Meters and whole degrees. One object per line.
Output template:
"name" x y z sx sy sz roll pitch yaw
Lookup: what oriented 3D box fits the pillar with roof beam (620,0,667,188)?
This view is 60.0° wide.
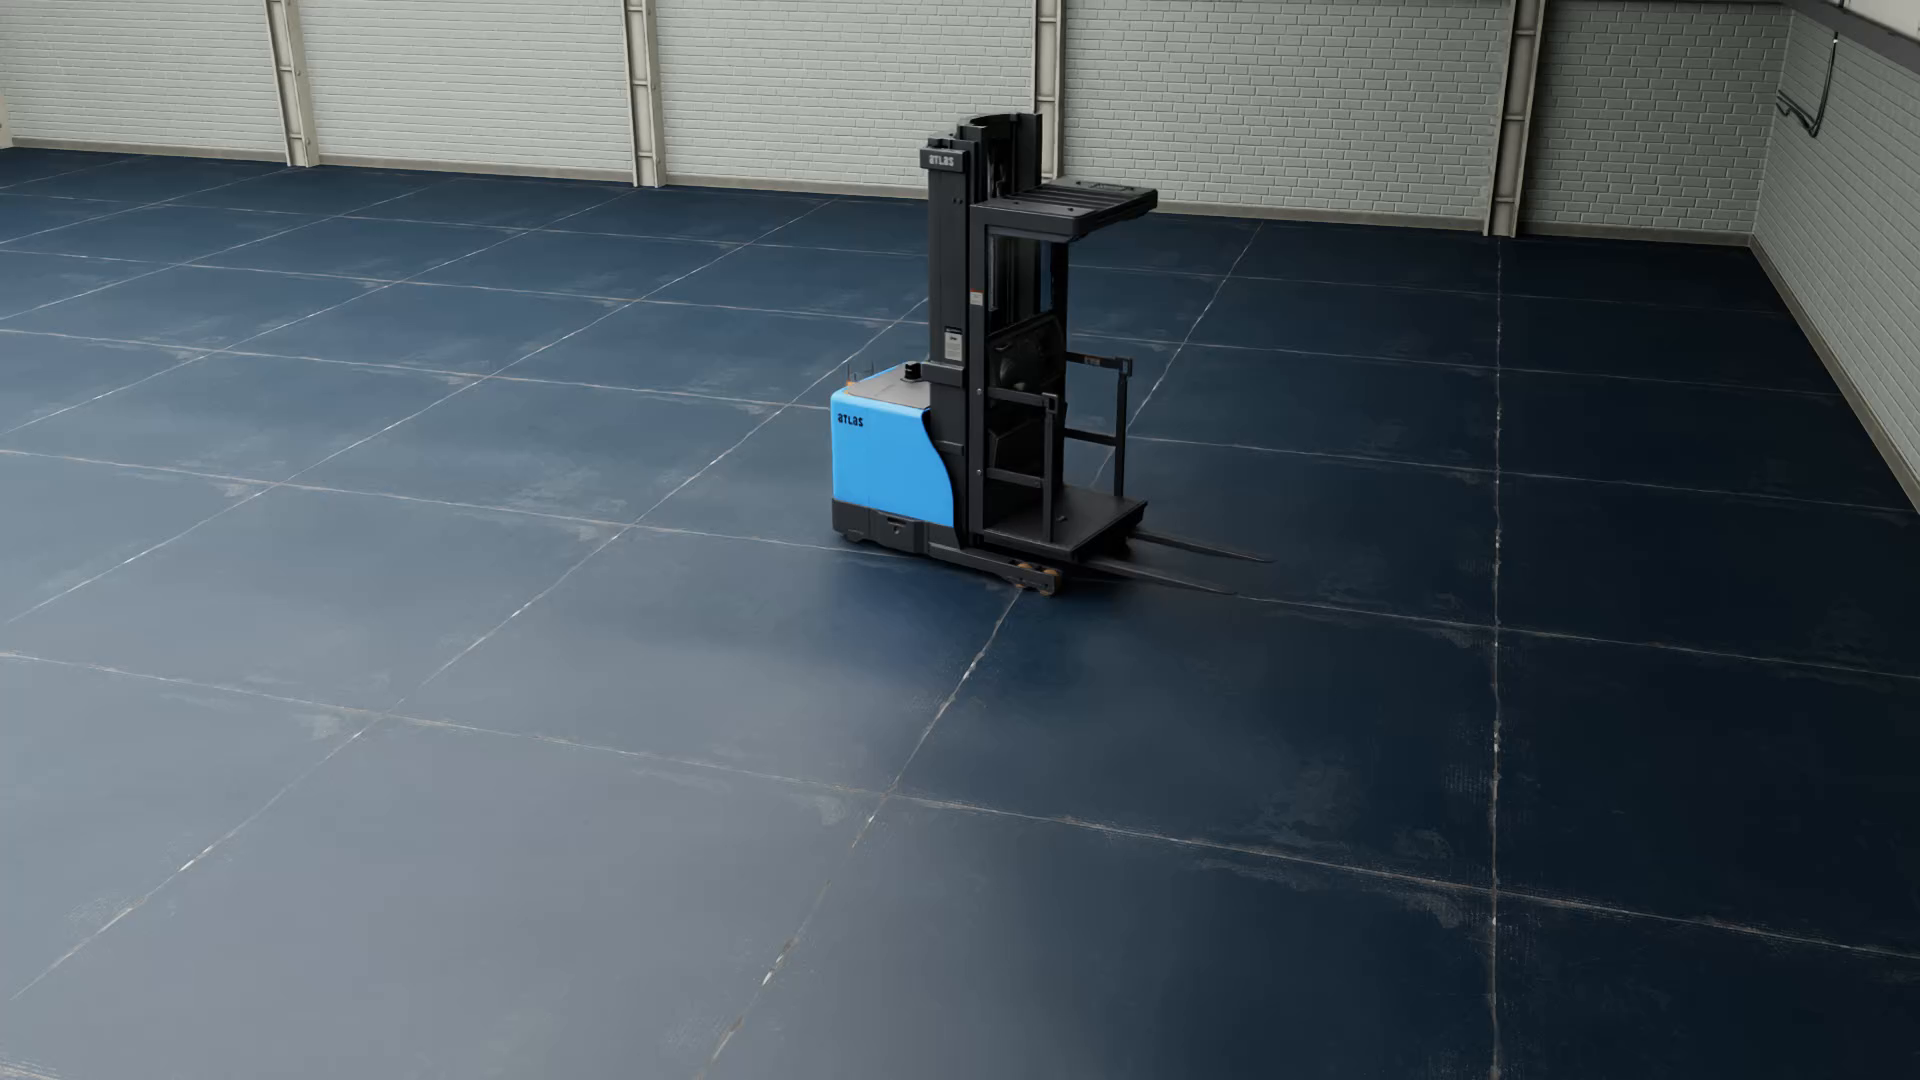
"pillar with roof beam" -5.811 -7.840 19.025 0.400 9.000 9.100 7 23 16

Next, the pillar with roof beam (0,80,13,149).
"pillar with roof beam" -17.299 -9.155 22.232 0.400 9.000 9.100 7 23 16

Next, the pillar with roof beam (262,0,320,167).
"pillar with roof beam" -11.555 -8.497 20.628 0.400 9.000 9.100 7 23 16

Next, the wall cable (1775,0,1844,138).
"wall cable" 9.359 -5.848 18.261 0.112 2.526 3.097 7 23 16

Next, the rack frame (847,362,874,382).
"rack frame" -0.730 -0.812 12.367 0.200 1.050 0.008 -6 23 -14

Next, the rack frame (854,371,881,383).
"rack frame" -0.666 -0.723 12.149 0.200 1.050 0.008 -6 23 -14

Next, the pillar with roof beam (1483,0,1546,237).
"pillar with roof beam" 5.677 -6.524 15.818 0.400 9.000 9.100 7 23 16

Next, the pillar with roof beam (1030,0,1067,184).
"pillar with roof beam" -0.067 -7.182 17.421 0.400 9.000 9.100 7 23 16

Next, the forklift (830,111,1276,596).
"forklift" 0.611 -1.225 10.893 3.031 2.935 1.130 14 26 30

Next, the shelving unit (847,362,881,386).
"shelving unit" -0.698 -0.768 12.258 0.215 1.050 0.252 -6 23 -14

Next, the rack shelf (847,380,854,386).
"rack shelf" -0.698 -1.020 12.154 0.215 0.259 0.240 -6 23 -14
